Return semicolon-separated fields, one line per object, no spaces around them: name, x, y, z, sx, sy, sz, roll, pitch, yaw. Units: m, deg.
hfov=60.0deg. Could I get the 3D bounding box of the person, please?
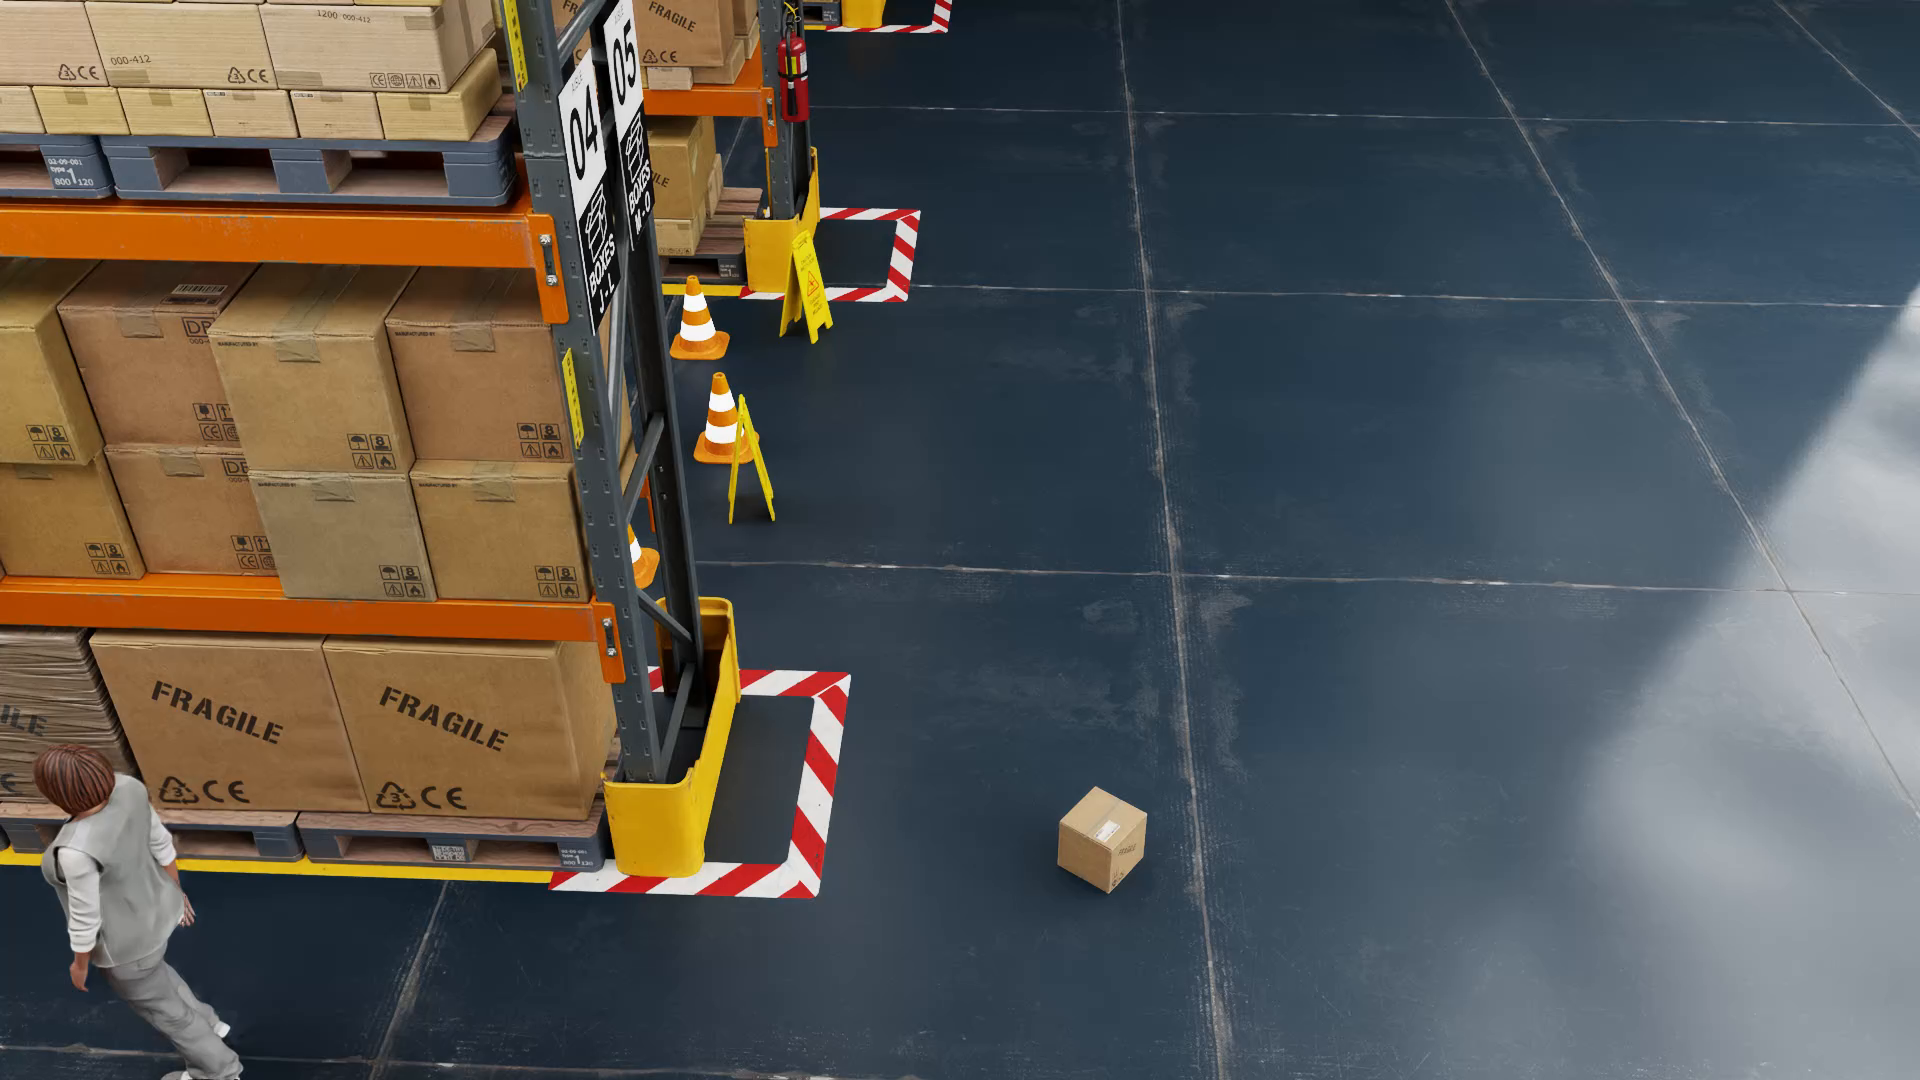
person;-2.699;1.260;5.374;0.420;1.614;0.412;1;36;2
